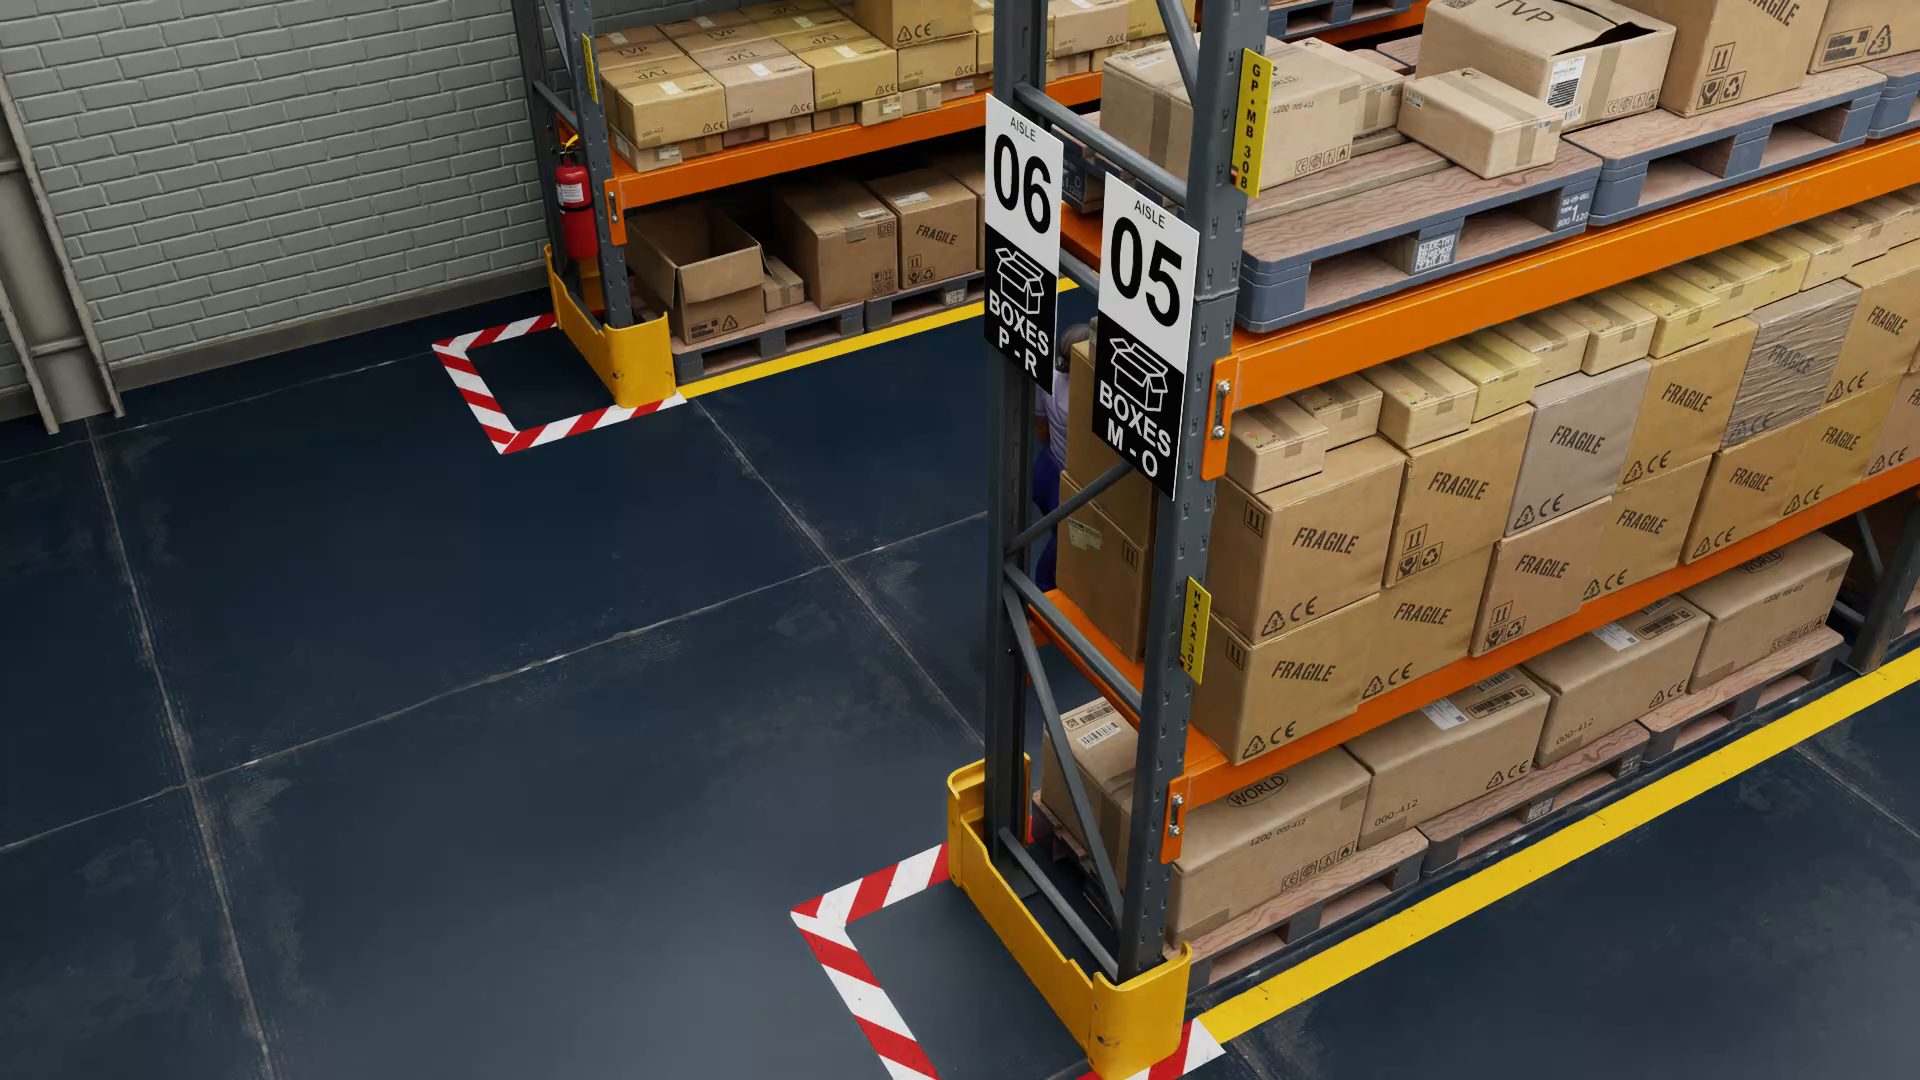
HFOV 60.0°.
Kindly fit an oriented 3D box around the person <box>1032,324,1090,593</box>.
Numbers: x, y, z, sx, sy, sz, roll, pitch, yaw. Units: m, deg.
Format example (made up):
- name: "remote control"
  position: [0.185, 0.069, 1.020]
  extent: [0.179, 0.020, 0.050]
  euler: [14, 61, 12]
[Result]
- name: "person"
  position: [0.533, -0.238, 7.277]
  extent: [0.437, 1.636, 0.538]
  euler: [-18, 41, -23]
